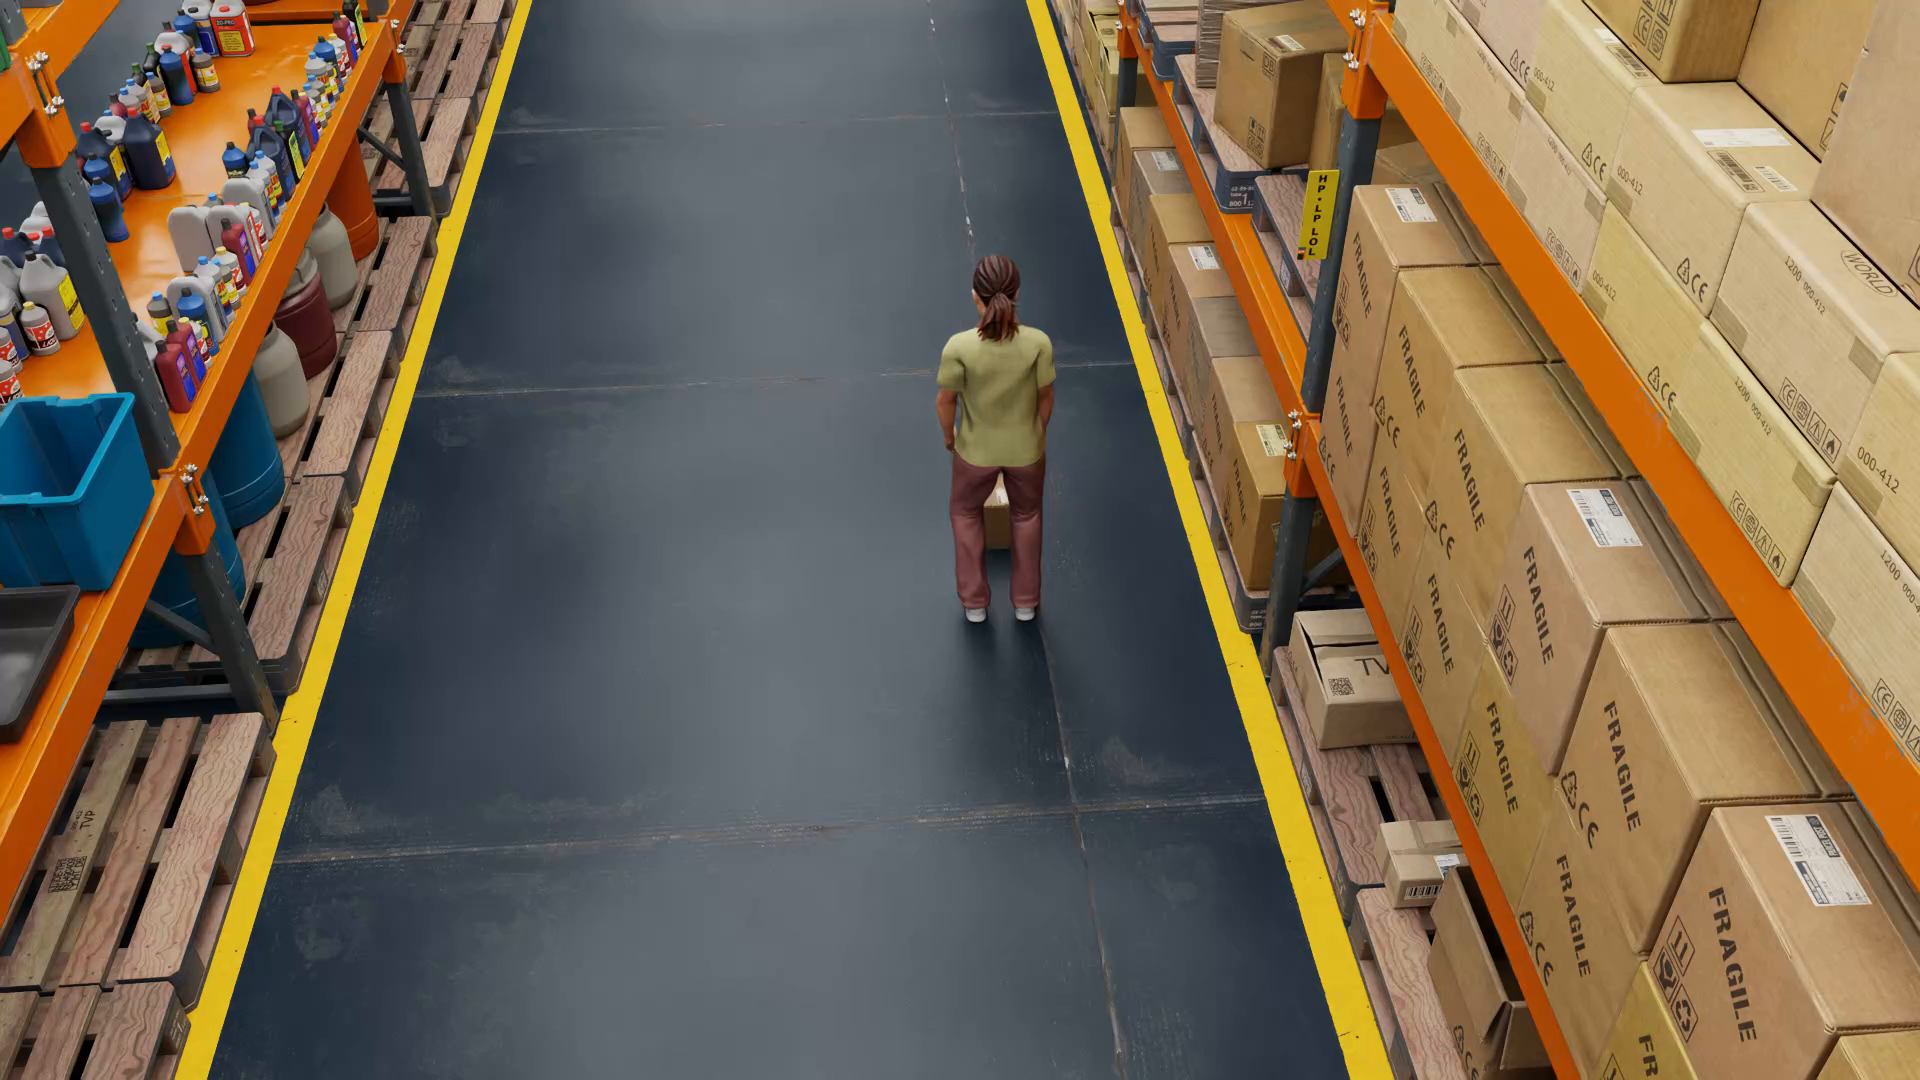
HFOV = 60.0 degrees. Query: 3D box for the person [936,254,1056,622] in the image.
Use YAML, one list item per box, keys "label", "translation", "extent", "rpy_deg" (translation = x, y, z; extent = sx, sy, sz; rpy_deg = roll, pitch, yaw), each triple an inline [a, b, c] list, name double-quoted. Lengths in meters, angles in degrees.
- label: "person"
  translation: [0.137, -0.372, 6.642]
  extent: [0.463, 1.645, 0.354]
  rpy_deg: [-2, 39, -2]
